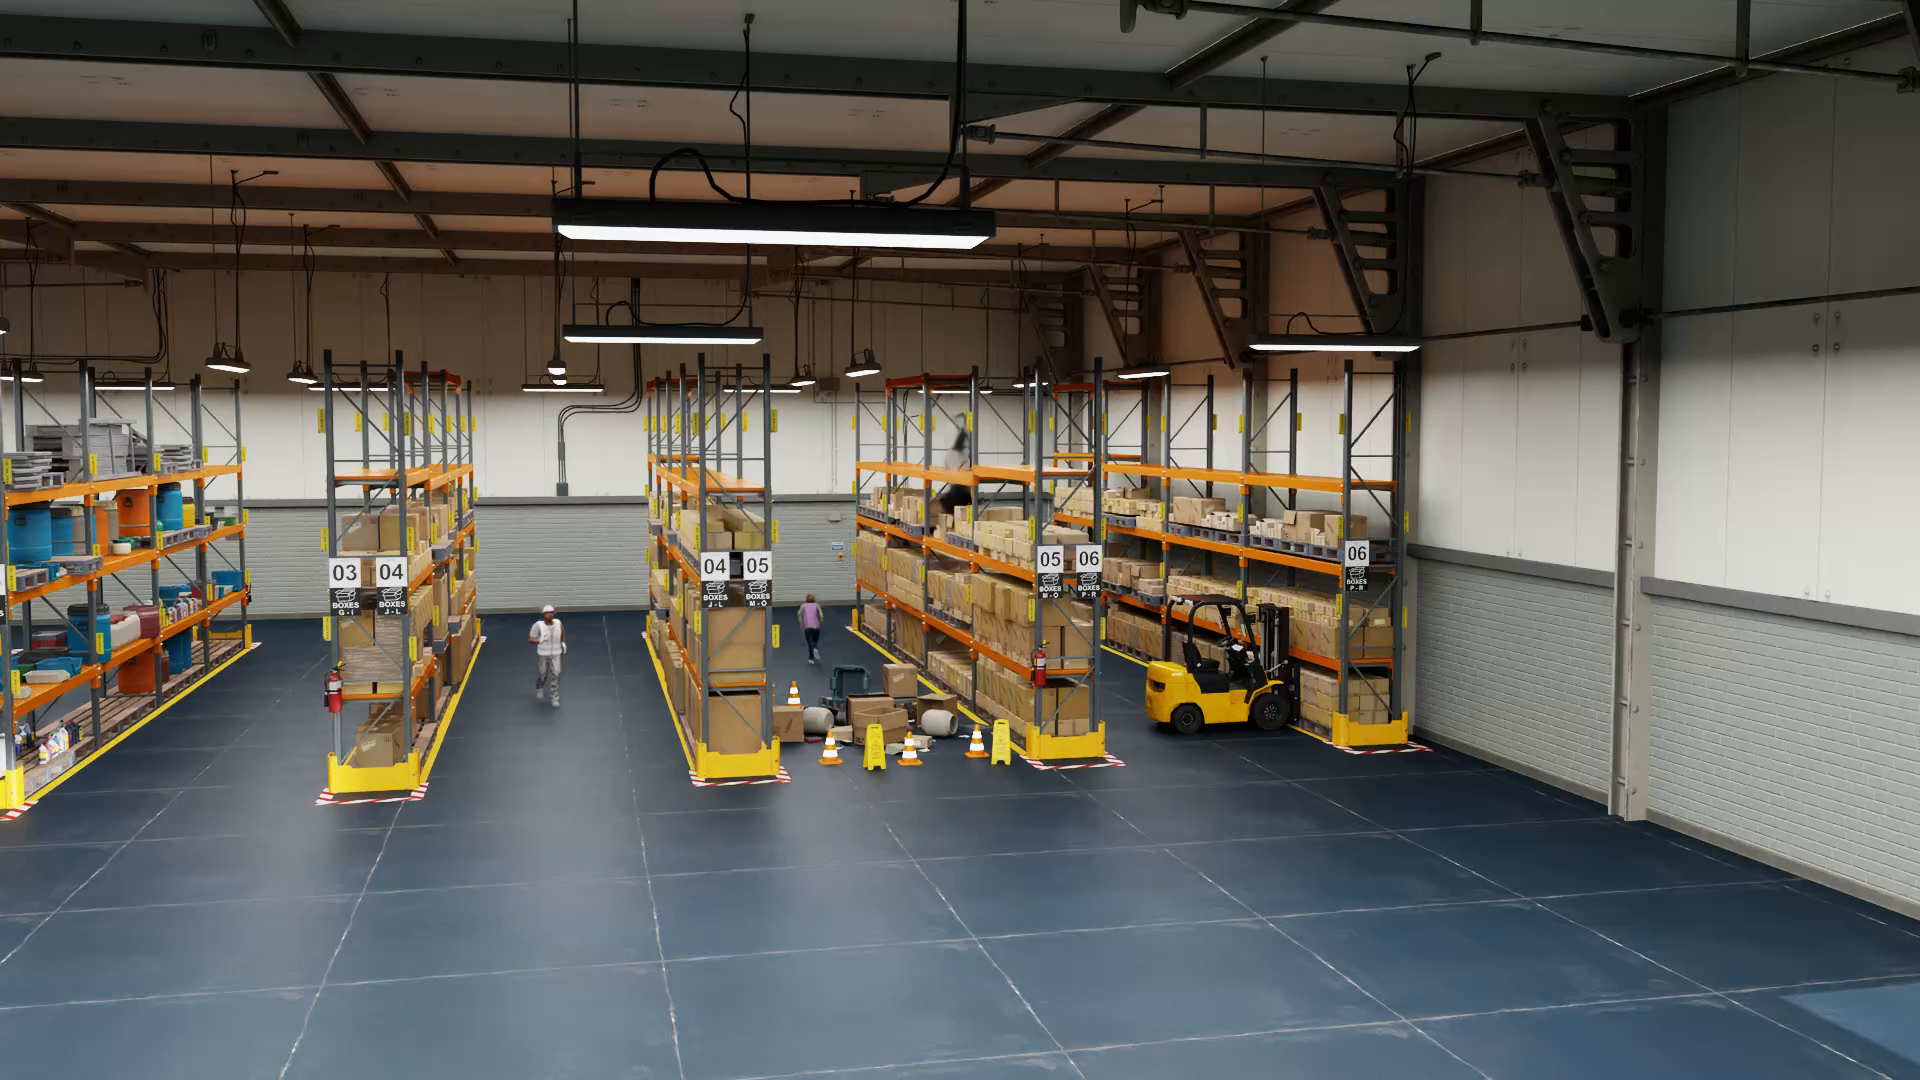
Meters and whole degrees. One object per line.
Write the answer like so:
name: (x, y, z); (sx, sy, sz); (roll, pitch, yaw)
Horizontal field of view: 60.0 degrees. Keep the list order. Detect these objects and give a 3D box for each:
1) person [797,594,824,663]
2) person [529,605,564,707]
person: (-3.111, 1.883, 34.743); (0.556, 1.445, 0.855); (-1, 4, -13)
person: (-7.315, 2.035, 29.521); (0.663, 1.767, 0.943); (-2, 5, -29)
